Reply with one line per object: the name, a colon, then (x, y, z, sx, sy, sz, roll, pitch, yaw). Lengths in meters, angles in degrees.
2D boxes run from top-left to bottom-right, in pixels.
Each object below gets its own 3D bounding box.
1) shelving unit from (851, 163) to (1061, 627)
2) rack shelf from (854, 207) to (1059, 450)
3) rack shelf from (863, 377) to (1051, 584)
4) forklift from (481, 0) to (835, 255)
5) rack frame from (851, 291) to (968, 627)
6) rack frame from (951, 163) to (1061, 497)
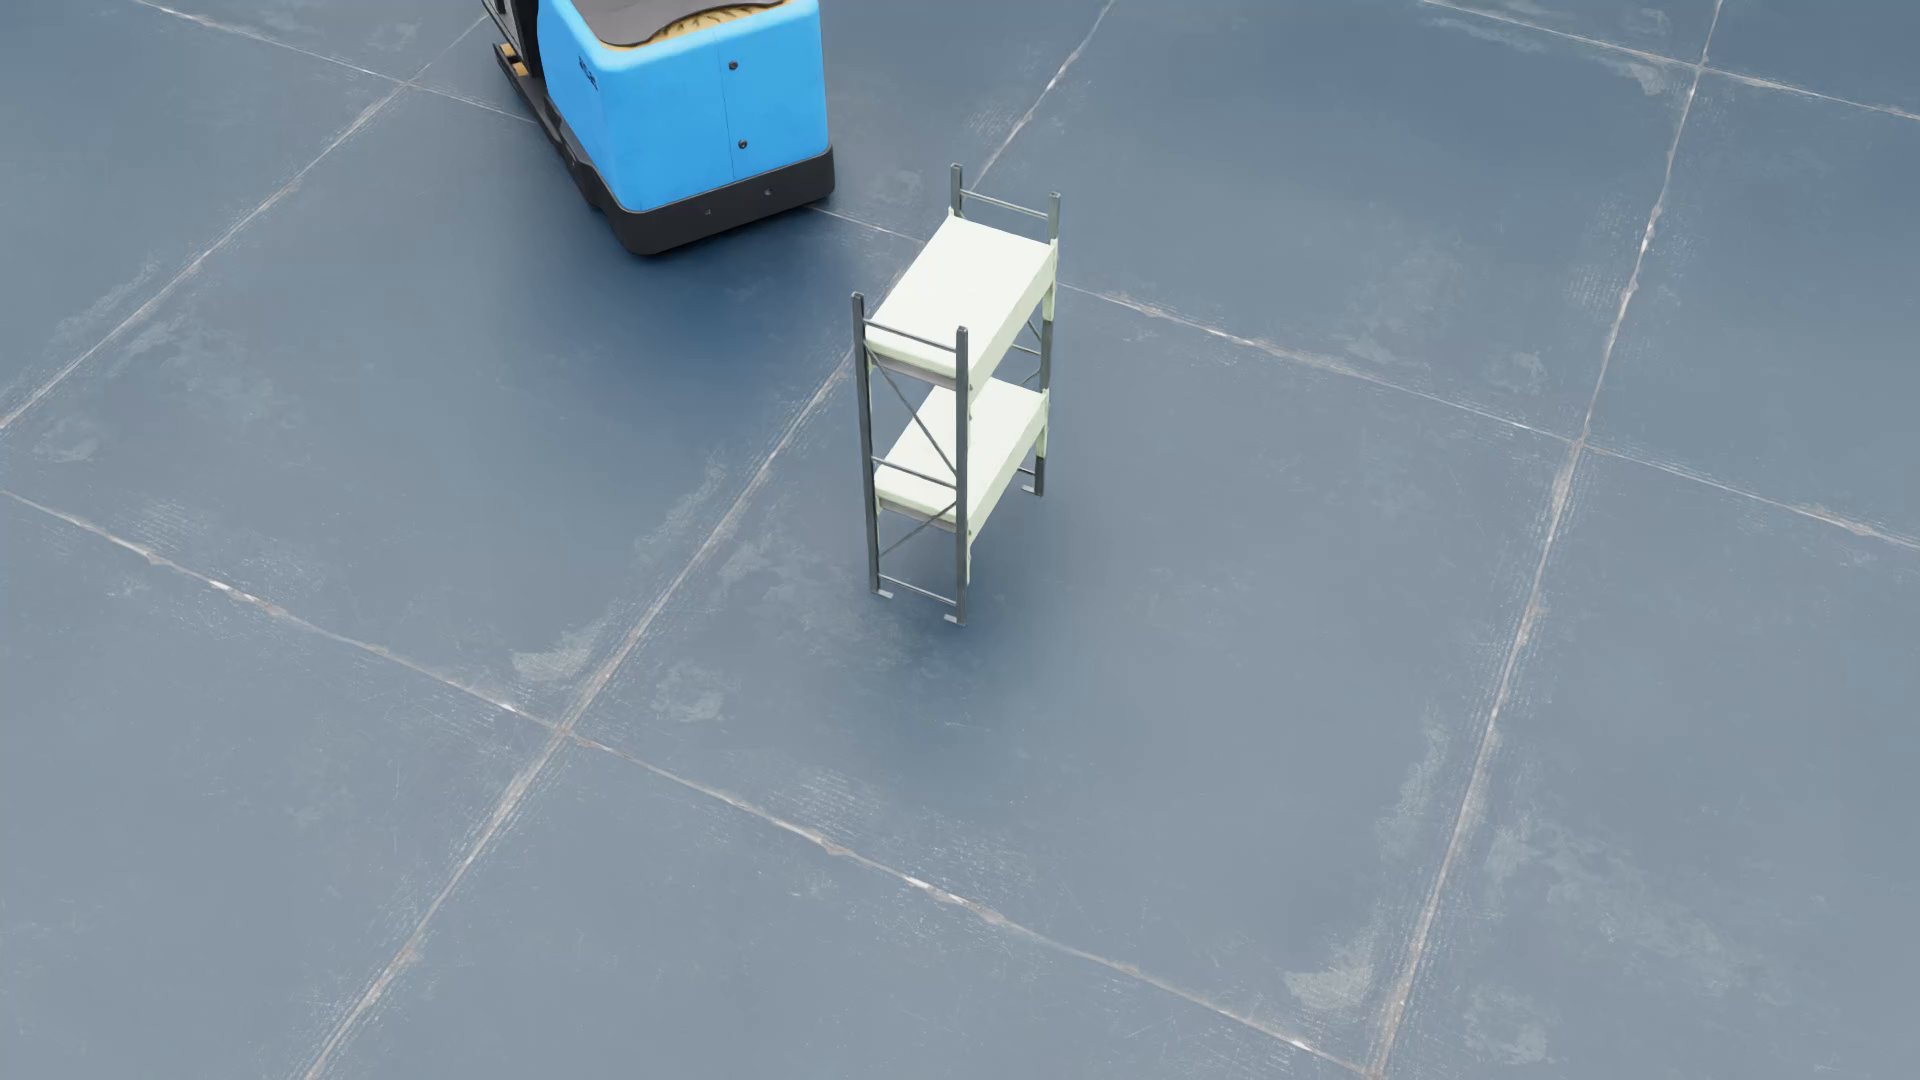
shelving unit: (-0.003, -0.481, 5.990, 0.431, 1.500, 0.755, 20, 52, 16)
rack shelf: (-0.003, -0.734, 5.693, 0.431, 0.370, 0.720, 20, 52, 16)
rack shelf: (-0.003, -0.270, 6.238, 0.431, 0.370, 0.720, 20, 52, 16)
forklift: (-1.742, -3.376, 7.513, 1.130, 2.935, 3.031, -23, 53, -18)
rack frame: (-0.159, -0.229, 5.776, 0.400, 1.500, 0.023, 20, 52, 16)
rack frame: (0.154, -0.733, 6.204, 0.400, 1.500, 0.023, 20, 52, 16)
